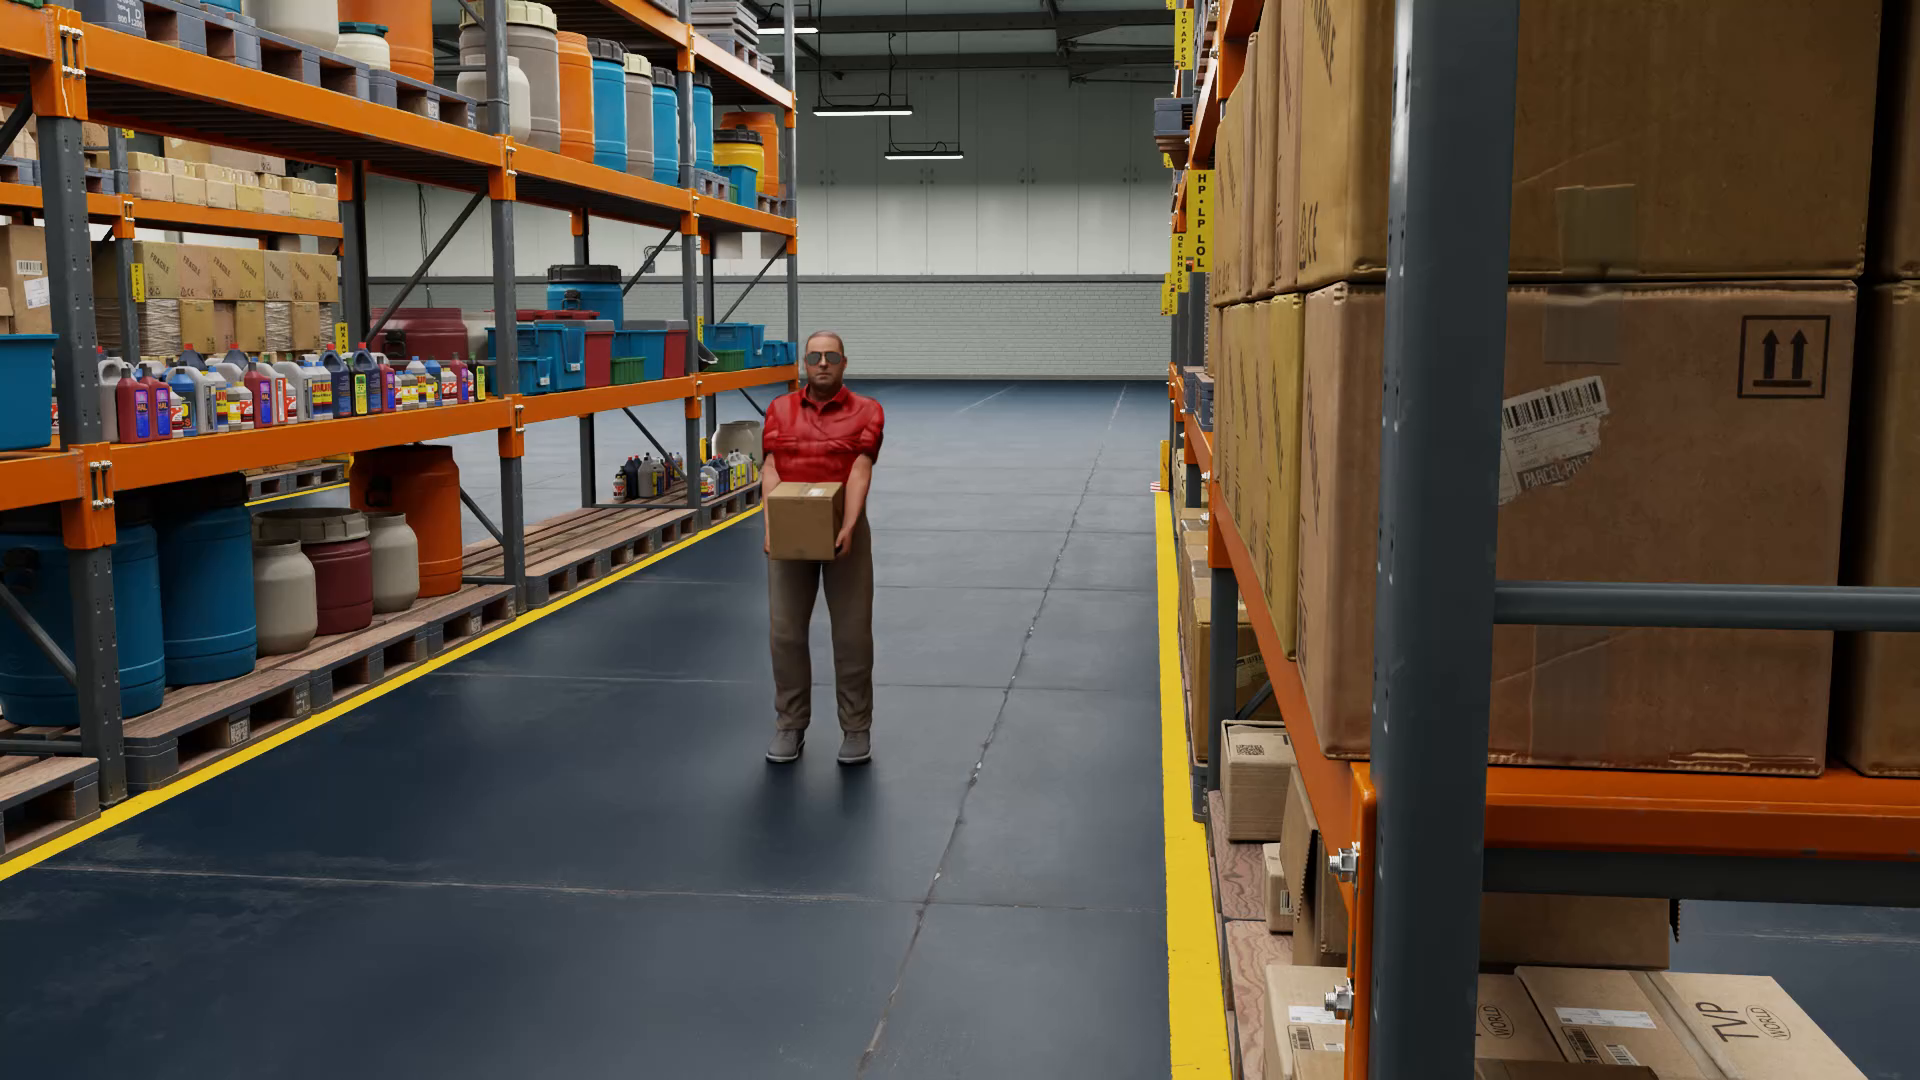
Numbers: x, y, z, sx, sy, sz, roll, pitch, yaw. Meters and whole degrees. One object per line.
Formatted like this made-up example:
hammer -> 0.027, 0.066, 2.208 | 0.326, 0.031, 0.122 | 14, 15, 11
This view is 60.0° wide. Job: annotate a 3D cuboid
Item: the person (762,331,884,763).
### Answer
person -> -0.558, 0.036, 6.619 | 0.490, 1.725, 0.521 | 1, 8, 6
